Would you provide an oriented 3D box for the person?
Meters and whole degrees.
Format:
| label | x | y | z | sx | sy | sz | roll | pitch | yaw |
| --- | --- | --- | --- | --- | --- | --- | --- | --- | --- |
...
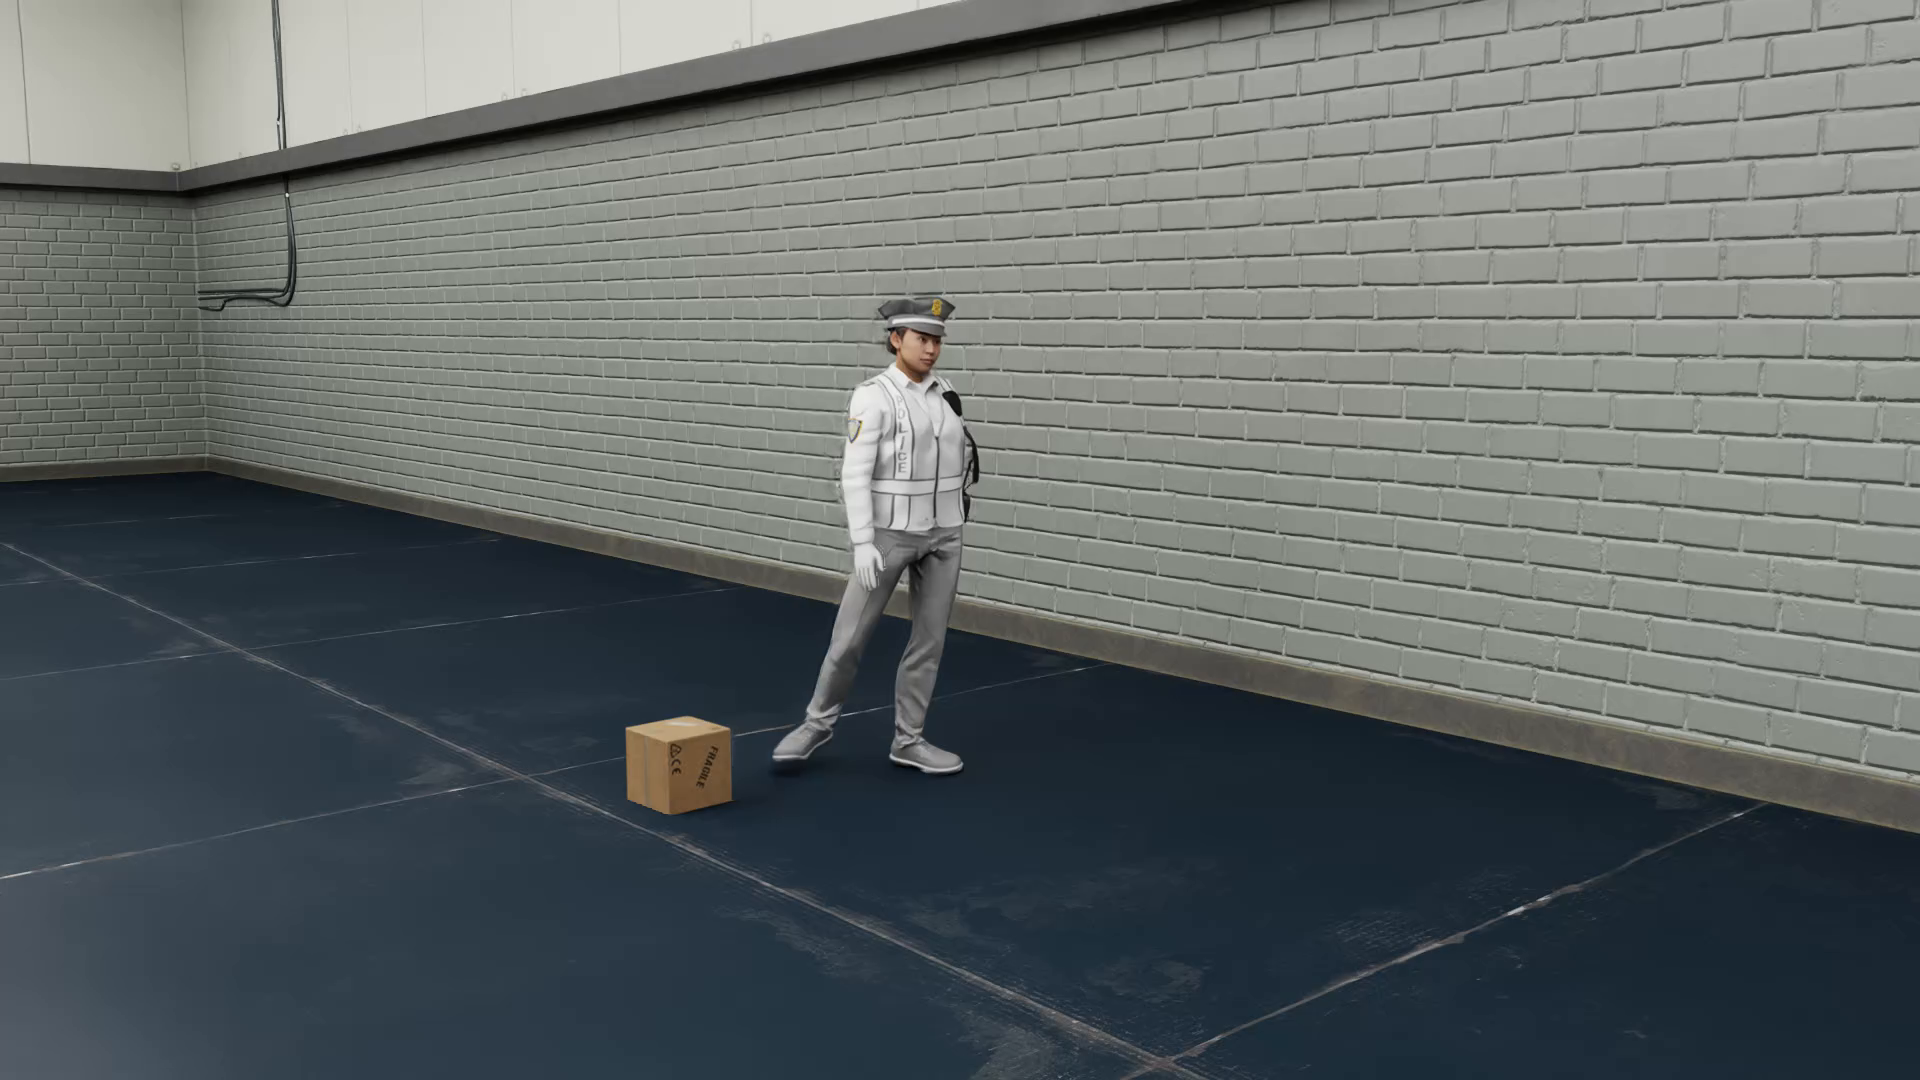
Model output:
| label | x | y | z | sx | sy | sz | roll | pitch | yaw |
| --- | --- | --- | --- | --- | --- | --- | --- | --- | --- |
| person | -0.299 | -0.004 | 5.782 | 0.673 | 1.667 | 0.493 | -5 | 9 | -34 |
